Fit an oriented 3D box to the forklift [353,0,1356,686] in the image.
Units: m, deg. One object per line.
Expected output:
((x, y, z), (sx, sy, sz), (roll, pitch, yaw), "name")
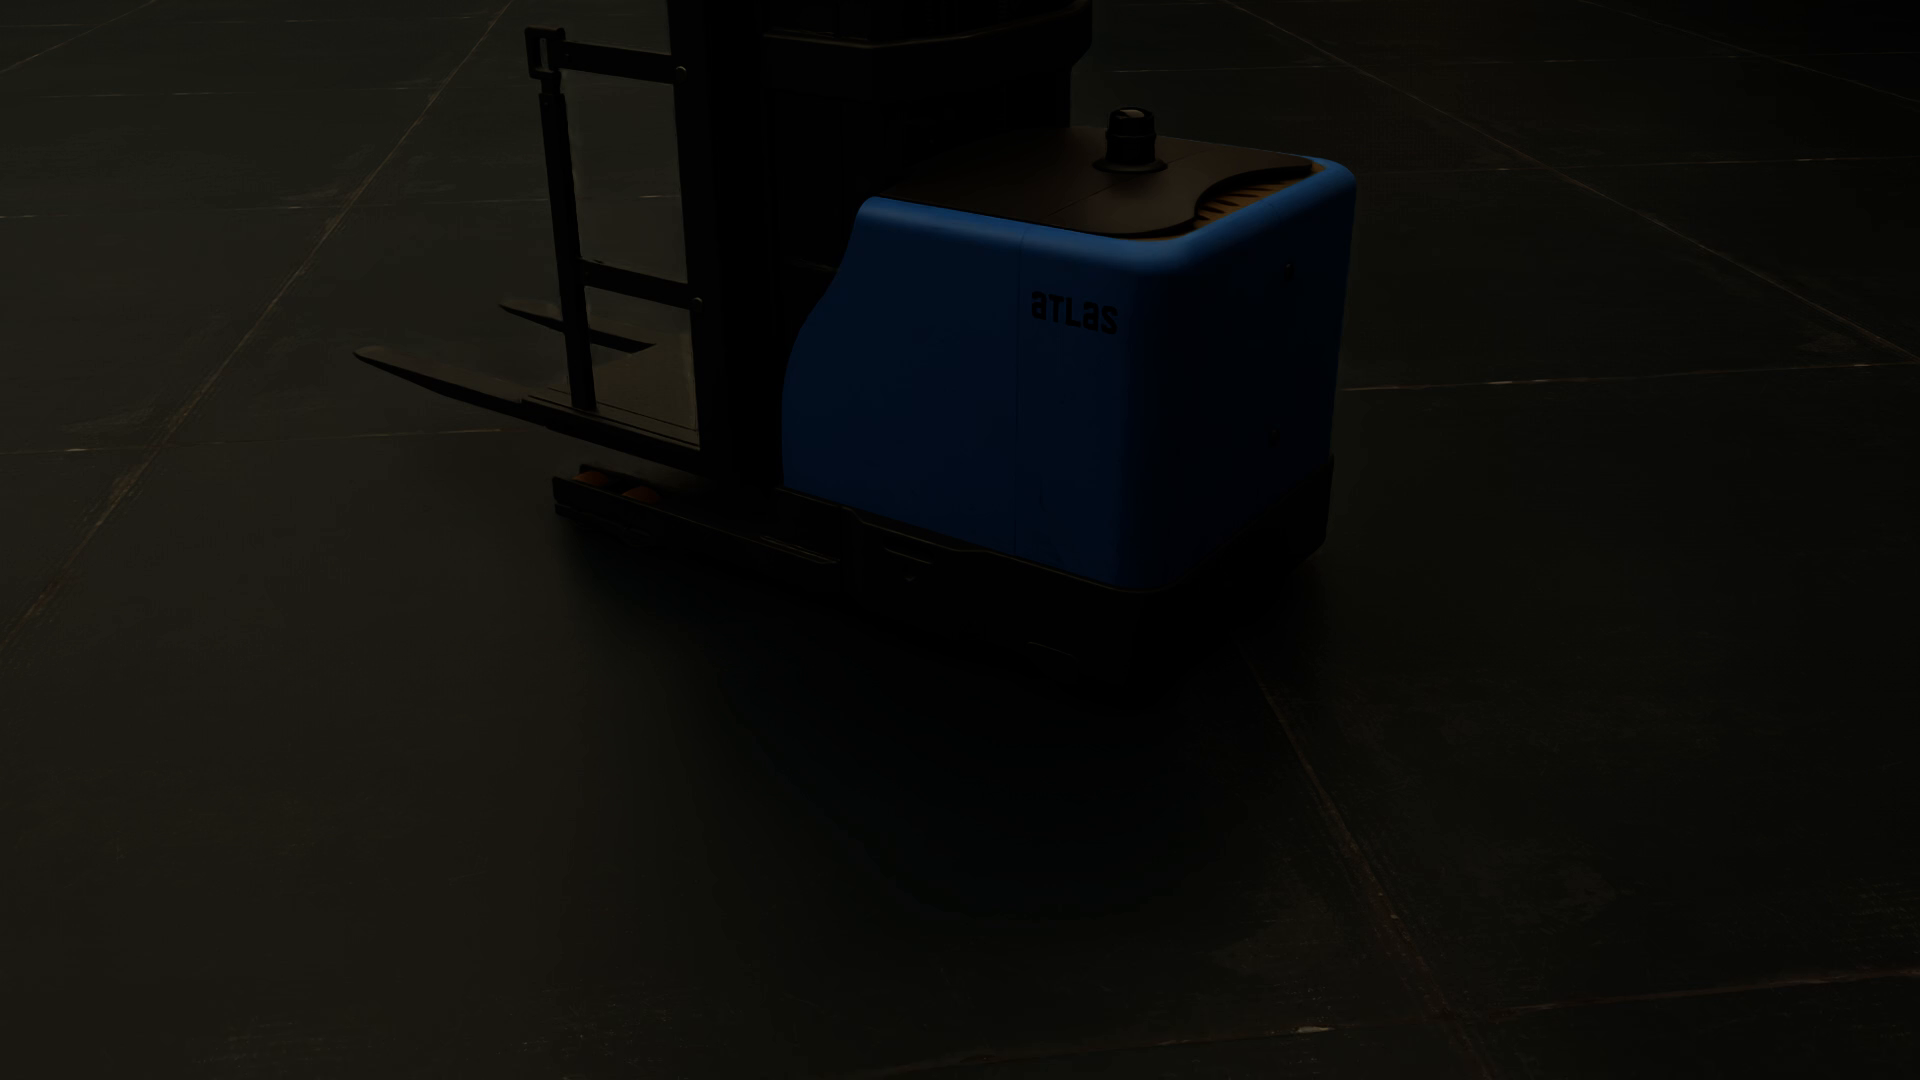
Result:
((-0.523, -1.468, 4.276), (3.031, 2.935, 1.130), (17, 30, 31), "forklift")
